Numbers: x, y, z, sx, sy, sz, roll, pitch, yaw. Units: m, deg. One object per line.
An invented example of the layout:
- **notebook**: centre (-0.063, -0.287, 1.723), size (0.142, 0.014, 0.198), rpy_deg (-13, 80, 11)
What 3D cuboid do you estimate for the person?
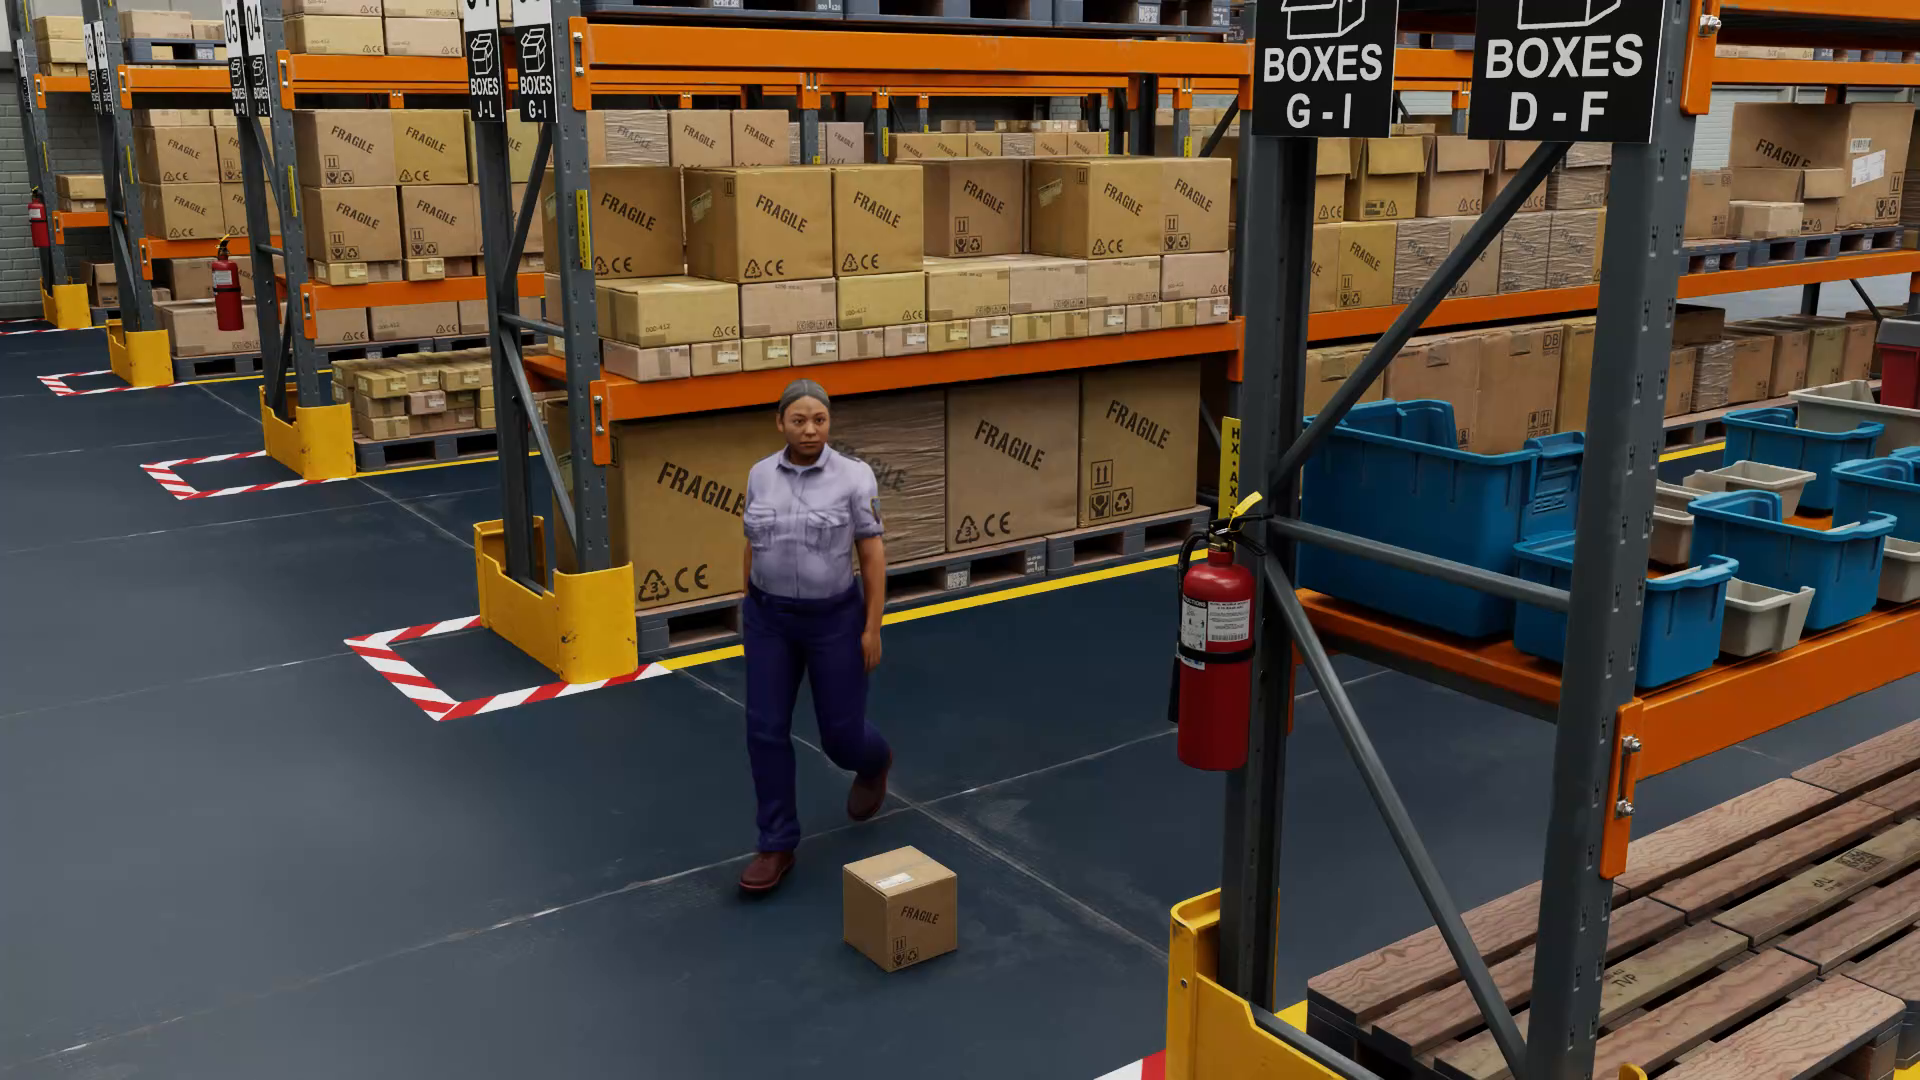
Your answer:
- **person**: centre (-0.482, 0.276, 5.453), size (0.492, 1.622, 0.748), rpy_deg (4, 15, 14)
